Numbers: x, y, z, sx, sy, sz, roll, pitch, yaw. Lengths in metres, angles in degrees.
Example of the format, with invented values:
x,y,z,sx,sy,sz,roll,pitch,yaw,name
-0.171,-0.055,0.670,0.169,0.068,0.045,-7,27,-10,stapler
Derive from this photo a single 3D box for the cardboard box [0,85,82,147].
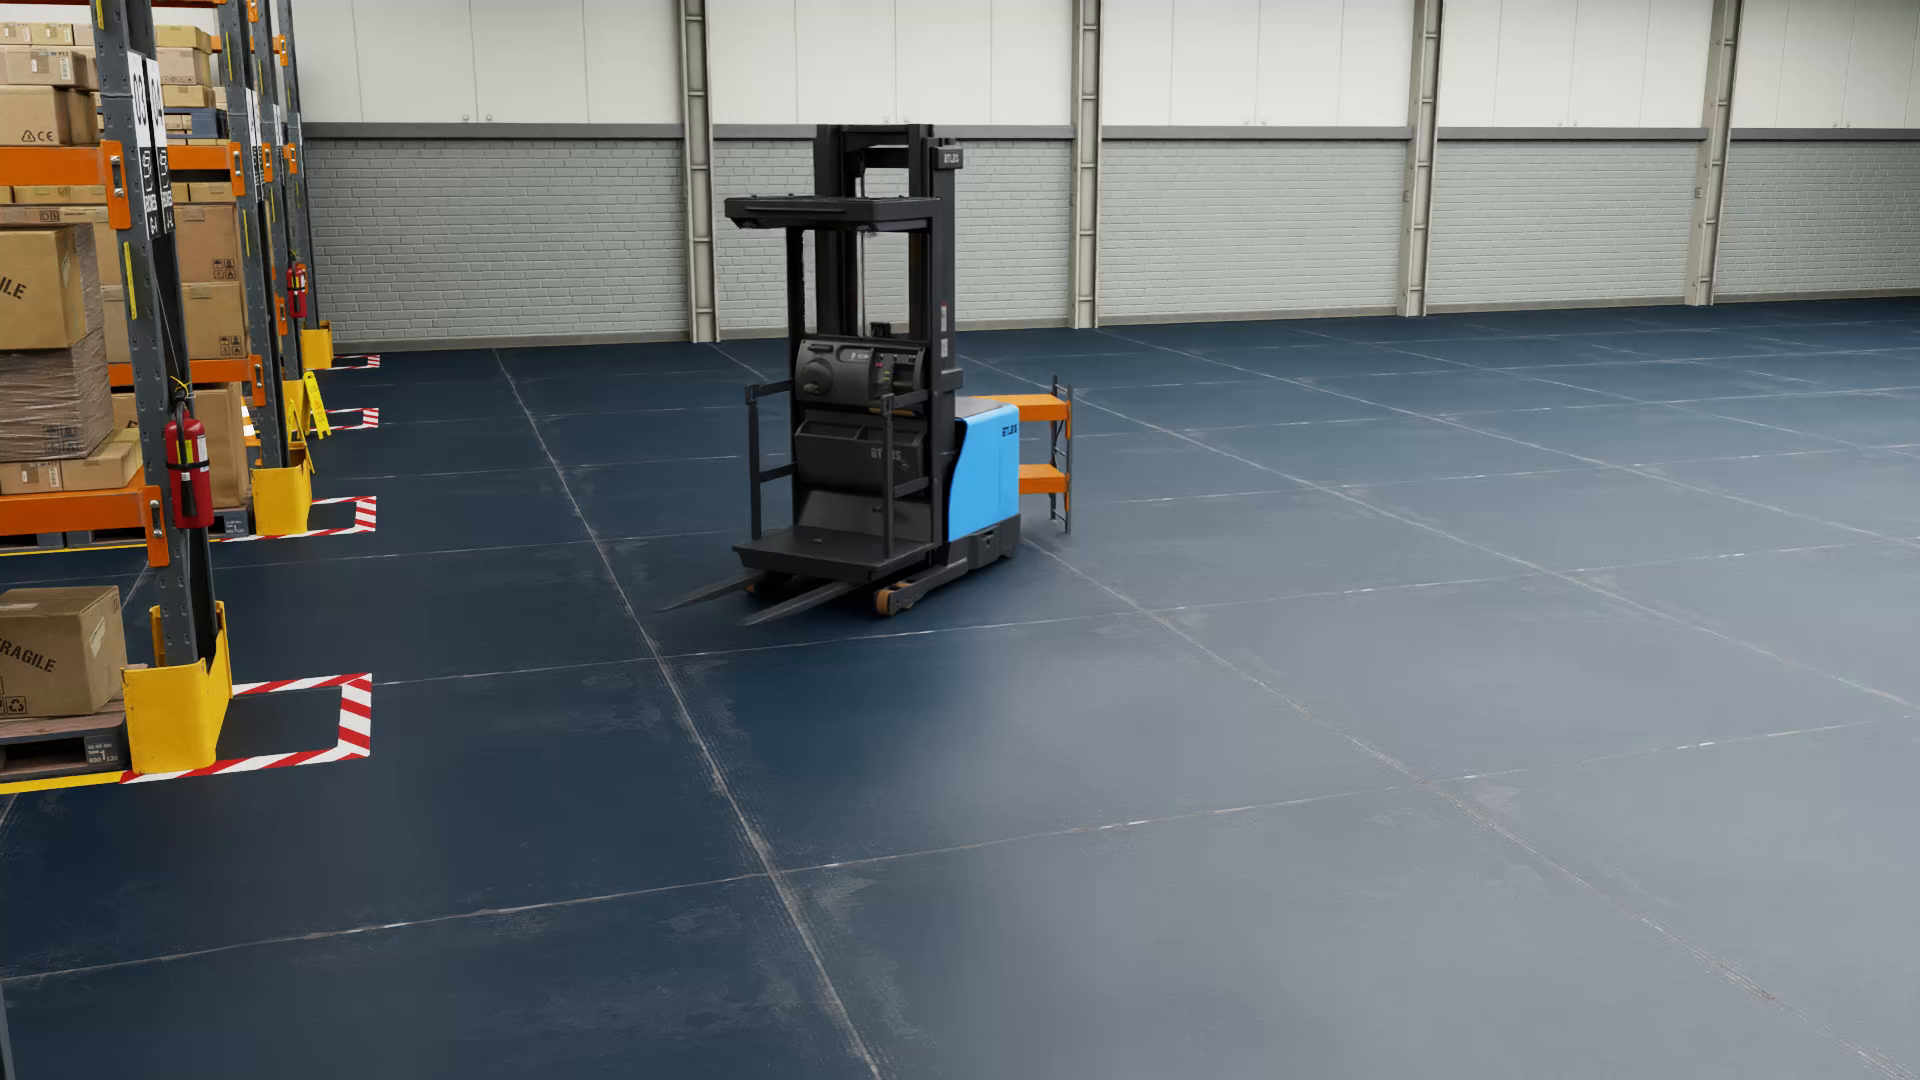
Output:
x,y,z,sx,sy,sz,roll,pitch,yaw,name
-4.116,-1.820,7.156,0.500,0.250,0.500,-4,14,-17,cardboard box

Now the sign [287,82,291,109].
x,y,z,sx,sy,sz,roll,pitch,yaw,name
-8.327,-5.519,20.637,0.005,0.325,0.100,-4,14,-18,sign

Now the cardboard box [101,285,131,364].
x,y,z,sx,sy,sz,roll,pitch,yaw,name
-6.078,-1.611,12.109,0.550,0.550,0.875,-4,14,-18,cardboard box

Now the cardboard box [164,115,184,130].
x,y,z,sx,sy,sz,roll,pitch,yaw,name
-7.781,-4.099,16.093,0.500,0.250,0.500,-5,14,-19,cardboard box

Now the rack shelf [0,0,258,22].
x,y,z,sx,sy,sz,roll,pitch,yaw,name
-8.796,-5.118,15.776,4.000,0.370,1.077,-4,14,-18,rack shelf

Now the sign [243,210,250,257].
x,y,z,sx,sy,sz,roll,pitch,yaw,name
-5.066,-2.179,11.808,0.005,0.325,0.100,-4,14,-18,sign

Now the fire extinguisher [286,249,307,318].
x,y,z,sx,sy,sz,roll,pitch,yaw,name
-6.645,-2.569,16.626,0.183,0.674,0.296,-4,14,-18,fire extinguisher

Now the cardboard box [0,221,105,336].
x,y,z,sx,sy,sz,roll,pitch,yaw,name
-4.348,-1.224,7.788,0.500,0.500,0.500,-4,14,-18,cardboard box

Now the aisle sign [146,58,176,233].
x,y,z,sx,sy,sz,roll,pitch,yaw,name
-3.777,-1.860,7.864,0.004,0.787,0.394,-4,14,-18,aisle sign

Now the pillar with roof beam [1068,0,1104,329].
x,y,z,sx,sy,sz,roll,pitch,yaw,name
3.312,-6.794,21.257,0.400,9.000,9.100,-4,14,-18,pillar with roof beam

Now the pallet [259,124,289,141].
x,y,z,sx,sy,sz,roll,pitch,yaw,name
-9.166,-5.157,21.050,1.213,0.211,1.003,-4,14,-18,pallet

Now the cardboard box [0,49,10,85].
x,y,z,sx,sy,sz,roll,pitch,yaw,name
-4.188,-2.023,7.147,0.250,0.149,0.380,-5,14,-20,cardboard box

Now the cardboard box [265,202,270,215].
x,y,z,sx,sy,sz,roll,pitch,yaw,name
-8.760,-4.223,21.156,0.250,0.149,0.380,-4,14,-18,cardboard box

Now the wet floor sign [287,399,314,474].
x,y,z,sx,sy,sz,roll,pitch,yaw,name
-5.830,-0.912,14.581,0.232,0.644,0.267,-7,15,-28,wet floor sign

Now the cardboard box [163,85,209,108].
x,y,z,sx,sy,sz,roll,pitch,yaw,name
-5.433,-3.112,11.680,0.250,0.149,0.380,-4,14,-18,cardboard box

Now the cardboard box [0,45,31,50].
x,y,z,sx,sy,sz,roll,pitch,yaw,name
-6.551,-3.234,11.331,0.500,0.250,0.500,-5,14,-18,cardboard box

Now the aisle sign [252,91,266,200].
x,y,z,sx,sy,sz,roll,pitch,yaw,name
-5.255,-2.956,12.472,0.004,0.787,0.394,-4,14,-18,aisle sign

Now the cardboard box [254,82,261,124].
x,y,z,sx,sy,sz,roll,pitch,yaw,name
-8.829,-5.462,20.802,0.500,0.500,0.500,-4,14,-16,cardboard box

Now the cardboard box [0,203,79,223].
x,y,z,sx,sy,sz,roll,pitch,yaw,name
-6.656,-2.128,11.948,0.550,0.550,0.875,-4,14,-18,cardboard box

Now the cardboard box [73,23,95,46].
x,y,z,sx,sy,sz,roll,pitch,yaw,name
-5.917,-3.462,11.430,0.250,0.149,0.380,-4,14,-17,cardboard box

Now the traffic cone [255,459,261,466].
x,y,z,sx,sy,sz,roll,pitch,yaw,name
-6.221,-0.932,15.060,0.334,0.463,0.336,-4,14,-18,traffic cone

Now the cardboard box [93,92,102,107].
x,y,z,sx,sy,sz,roll,pitch,yaw,name
-5.915,-3.074,11.522,0.250,0.149,0.380,-4,14,-17,cardboard box

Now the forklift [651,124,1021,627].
x,y,z,sx,sy,sz,roll,pitch,yaw,name
-0.737,-1.078,10.342,1.130,2.935,3.031,7,15,28,forklift

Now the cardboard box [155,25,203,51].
x,y,z,sx,sy,sz,roll,pitch,yaw,name
-5.437,-3.499,11.586,0.250,0.149,0.380,-4,14,-18,cardboard box

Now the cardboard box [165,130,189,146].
x,y,z,sx,sy,sz,roll,pitch,yaw,name
-7.638,-3.911,16.162,0.250,0.149,0.380,-4,14,-16,cardboard box

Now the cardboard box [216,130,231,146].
x,y,z,sx,sy,sz,roll,pitch,yaw,name
-7.150,-3.948,16.320,0.250,0.149,0.380,-4,14,-18,cardboard box

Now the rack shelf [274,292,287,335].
x,y,z,sx,sy,sz,roll,pitch,yaw,name
-8.796,-2.201,16.469,4.000,0.370,1.077,-4,14,-18,rack shelf

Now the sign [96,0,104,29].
x,y,z,sx,sy,sz,roll,pitch,yaw,name
-3.582,-2.292,6.902,0.005,0.325,0.100,-4,14,-18,sign

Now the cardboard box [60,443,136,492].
x,y,z,sx,sy,sz,roll,pitch,yaw,name
-3.944,-0.337,7.620,0.250,0.149,0.380,-4,14,-18,cardboard box

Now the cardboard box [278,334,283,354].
x,y,z,sx,sy,sz,roll,pitch,yaw,name
-8.832,-2.550,21.415,0.500,0.250,0.500,-4,14,-18,cardboard box

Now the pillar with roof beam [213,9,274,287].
x,y,z,sx,sy,sz,roll,pitch,yaw,name
-8.062,-5.908,17.534,0.400,9.000,9.100,-4,14,-18,pillar with roof beam

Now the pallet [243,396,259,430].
x,y,z,sx,sy,sz,roll,pitch,yaw,name
-7.754,-1.284,17.086,1.213,0.211,1.003,-4,14,-18,pallet

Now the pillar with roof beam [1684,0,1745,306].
x,y,z,sx,sy,sz,roll,pitch,yaw,name
14.685,-7.679,24.980,0.400,9.000,9.100,-4,14,-18,pillar with roof beam

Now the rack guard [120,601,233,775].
x,y,z,sx,sy,sz,roll,pitch,yaw,name
-3.812,0.696,8.135,0.348,0.500,1.175,-4,14,-18,rack guard

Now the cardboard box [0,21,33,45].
x,y,z,sx,sy,sz,roll,pitch,yaw,name
-6.399,-3.425,11.272,0.250,0.149,0.380,-4,14,-18,cardboard box

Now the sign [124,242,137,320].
x,y,z,sx,sy,sz,roll,pitch,yaw,name
-3.582,-1.119,7.181,0.005,0.325,0.100,-4,14,-18,sign

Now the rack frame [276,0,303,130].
x,y,z,sx,sy,sz,roll,pitch,yaw,name
-8.487,-6.706,20.888,0.127,3.000,1.000,-4,14,-18,rack frame

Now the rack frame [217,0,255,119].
x,y,z,sx,sy,sz,roll,pitch,yaw,name
-5.226,-4.539,11.780,0.127,3.000,1.000,-4,14,-18,rack frame

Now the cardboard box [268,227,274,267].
x,y,z,sx,sy,sz,roll,pitch,yaw,name
-8.870,-3.742,21.176,0.500,0.500,0.500,-5,14,-19,cardboard box

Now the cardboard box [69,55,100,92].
x,y,z,sx,sy,sz,roll,pitch,yaw,name
-4.075,-2.136,7.621,0.250,0.149,0.380,-5,14,-18,cardboard box

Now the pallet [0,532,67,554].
x,y,z,sx,sy,sz,roll,pitch,yaw,name
-7.113,-0.099,12.102,1.213,0.211,1.003,-4,14,-18,pallet

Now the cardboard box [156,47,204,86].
x,y,z,sx,sy,sz,roll,pitch,yaw,name
-5.601,-3.307,11.640,0.500,0.250,0.500,-4,14,-17,cardboard box

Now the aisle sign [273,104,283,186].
x,y,z,sx,sy,sz,roll,pitch,yaw,name
-6.749,-3.905,16.458,0.004,0.787,0.394,-4,14,-18,aisle sign

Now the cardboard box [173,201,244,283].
x,y,z,sx,sy,sz,roll,pitch,yaw,name
-5.590,-2.200,12.252,0.550,0.550,0.875,-4,14,-18,cardboard box

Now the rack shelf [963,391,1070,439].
x,y,z,sx,sy,sz,roll,pitch,yaw,name
0.262,-0.910,12.271,1.000,0.278,0.538,-3,14,-11,rack shelf

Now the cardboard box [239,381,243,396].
x,y,z,sx,sy,sz,roll,pitch,yaw,name
-7.753,-1.567,17.281,0.500,0.250,0.500,-5,14,-19,cardboard box

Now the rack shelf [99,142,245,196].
x,y,z,sx,sy,sz,roll,pitch,yaw,name
-7.122,-2.582,11.590,4.000,0.370,1.077,-4,14,-18,rack shelf

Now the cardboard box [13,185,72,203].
x,y,z,sx,sy,sz,roll,pitch,yaw,name
-8.765,-3.191,16.055,0.500,0.500,0.700,-5,14,-18,cardboard box

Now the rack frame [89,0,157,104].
x,y,z,sx,sy,sz,roll,pitch,yaw,name
-3.740,-3.444,7.175,0.127,3.000,1.000,-4,14,-18,rack frame

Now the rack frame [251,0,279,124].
x,y,z,sx,sy,sz,roll,pitch,yaw,name
-6.901,-5.617,16.313,0.127,3.000,1.000,-4,14,-18,rack frame

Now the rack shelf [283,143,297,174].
x,y,z,sx,sy,sz,roll,pitch,yaw,name
-10.383,-4.749,20.698,4.000,0.370,1.077,-4,14,-18,rack shelf

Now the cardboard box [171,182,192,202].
x,y,z,sx,sy,sz,roll,pitch,yaw,name
-7.797,-3.257,16.335,0.500,0.500,0.700,-4,14,-18,cardboard box

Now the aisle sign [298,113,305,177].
x,y,z,sx,sy,sz,roll,pitch,yaw,name
-8.331,-4.992,21.031,0.004,0.787,0.394,-4,14,-18,aisle sign

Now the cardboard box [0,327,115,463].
x,y,z,sx,sy,sz,roll,pitch,yaw,name
-4.270,-0.684,7.678,0.500,0.500,0.875,-4,14,-18,cardboard box

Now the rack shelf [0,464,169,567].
x,y,z,sx,sy,sz,roll,pitch,yaw,name
-5.636,-0.028,7.332,4.000,0.370,1.077,-4,14,-18,rack shelf

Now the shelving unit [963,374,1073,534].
x,y,z,sx,sy,sz,roll,pitch,yaw,name
0.262,-0.625,12.339,1.048,1.125,0.538,-3,14,-11,shelving unit

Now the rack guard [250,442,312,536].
x,y,z,sx,sy,sz,roll,pitch,yaw,name
-5.203,-0.406,12.771,0.348,0.500,1.175,-4,14,-18,rack guard
